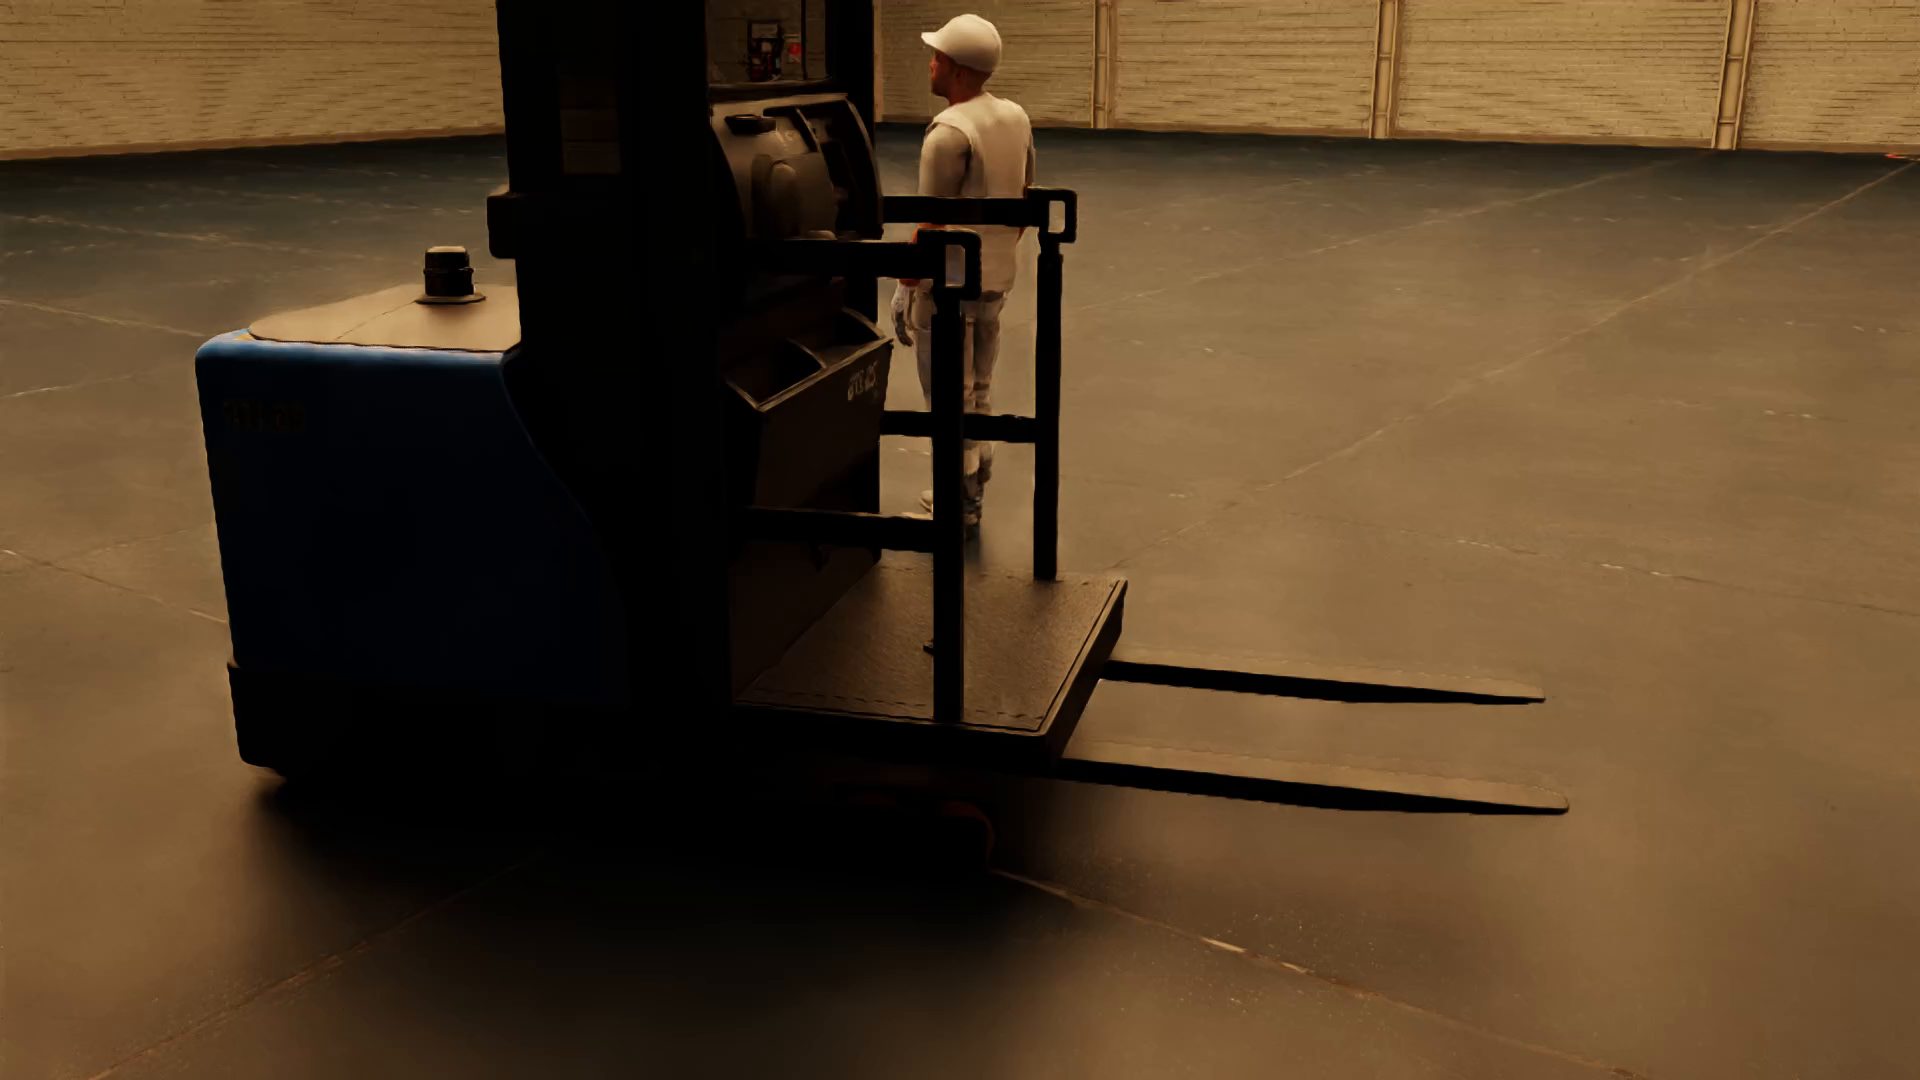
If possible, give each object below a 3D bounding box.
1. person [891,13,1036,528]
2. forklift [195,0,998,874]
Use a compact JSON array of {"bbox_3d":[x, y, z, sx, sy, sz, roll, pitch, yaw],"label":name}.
[{"bbox_3d":[-0.002,-0.893,5.697,0.423,1.736,0.637,11,20,33],"label":"person"},{"bbox_3d":[-0.156,-0.847,3.665,3.031,2.935,1.130,4,17,14],"label":"forklift"}]
